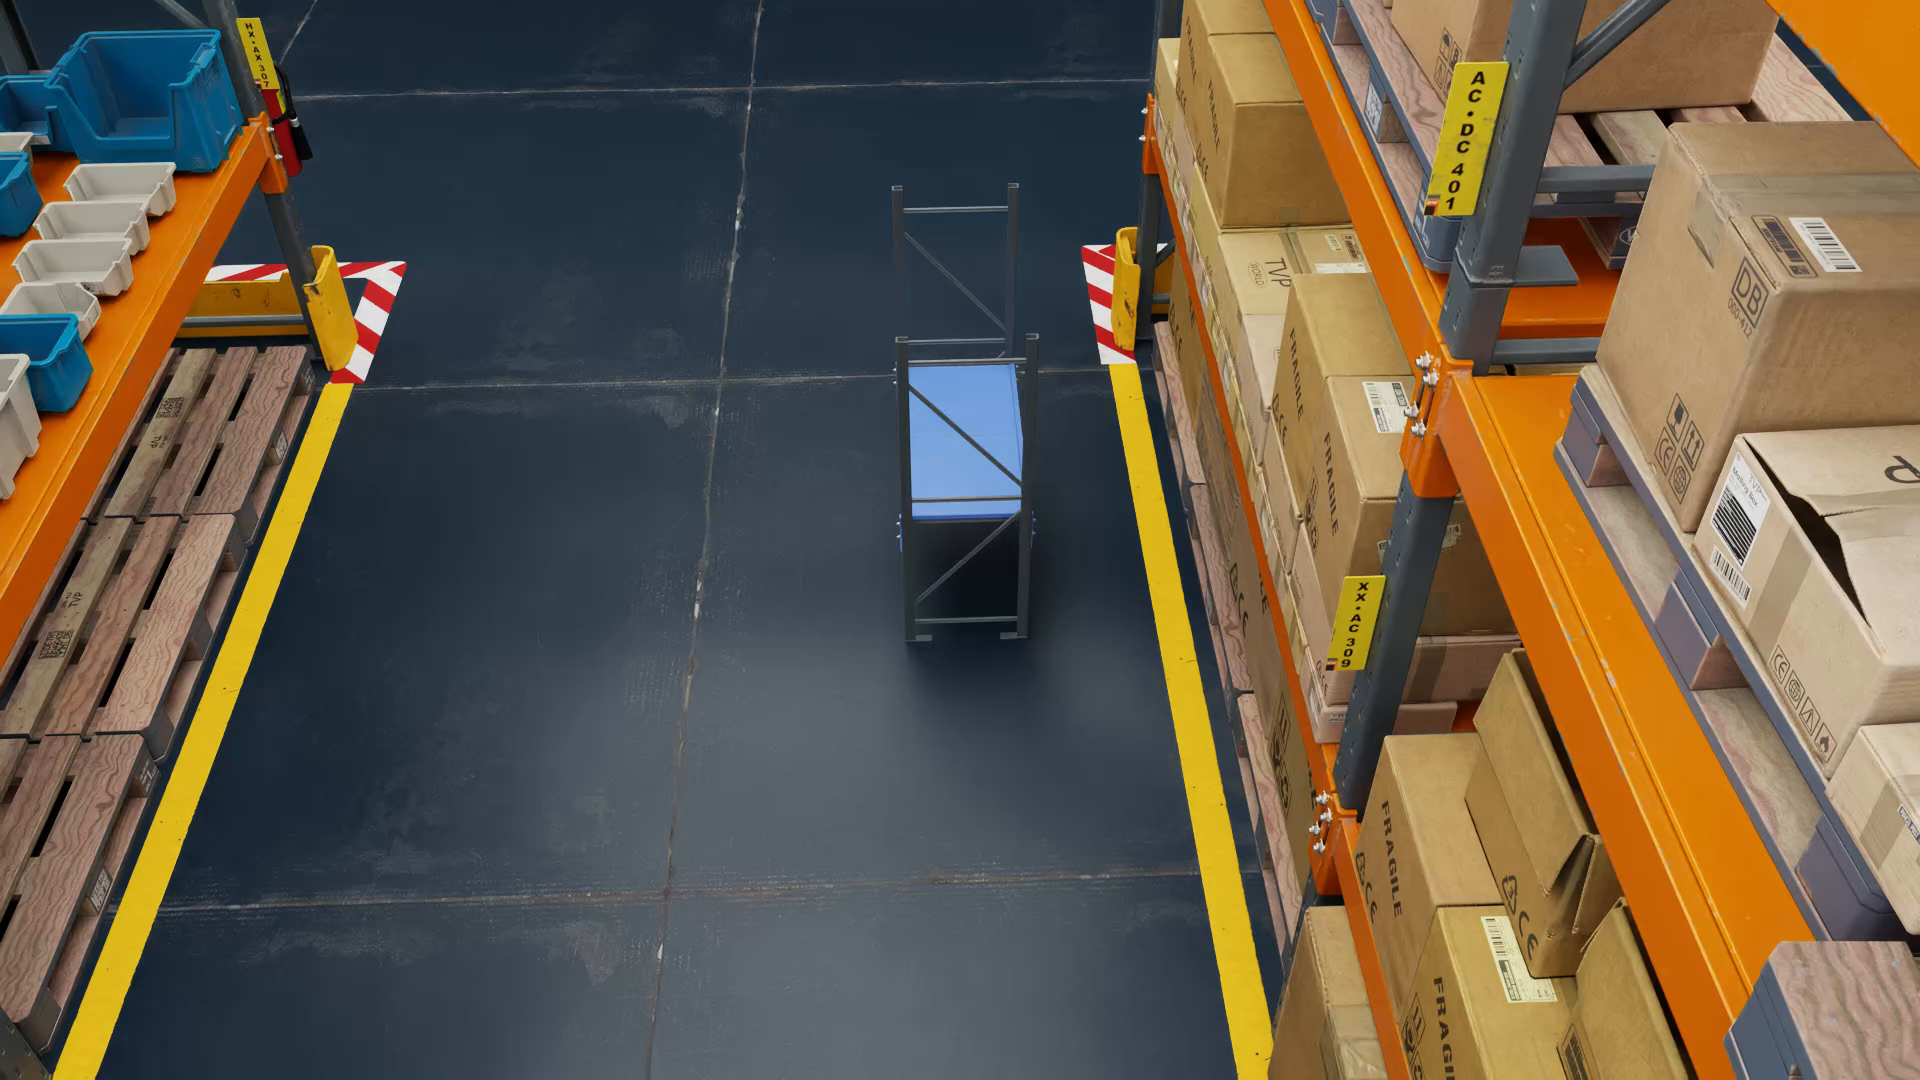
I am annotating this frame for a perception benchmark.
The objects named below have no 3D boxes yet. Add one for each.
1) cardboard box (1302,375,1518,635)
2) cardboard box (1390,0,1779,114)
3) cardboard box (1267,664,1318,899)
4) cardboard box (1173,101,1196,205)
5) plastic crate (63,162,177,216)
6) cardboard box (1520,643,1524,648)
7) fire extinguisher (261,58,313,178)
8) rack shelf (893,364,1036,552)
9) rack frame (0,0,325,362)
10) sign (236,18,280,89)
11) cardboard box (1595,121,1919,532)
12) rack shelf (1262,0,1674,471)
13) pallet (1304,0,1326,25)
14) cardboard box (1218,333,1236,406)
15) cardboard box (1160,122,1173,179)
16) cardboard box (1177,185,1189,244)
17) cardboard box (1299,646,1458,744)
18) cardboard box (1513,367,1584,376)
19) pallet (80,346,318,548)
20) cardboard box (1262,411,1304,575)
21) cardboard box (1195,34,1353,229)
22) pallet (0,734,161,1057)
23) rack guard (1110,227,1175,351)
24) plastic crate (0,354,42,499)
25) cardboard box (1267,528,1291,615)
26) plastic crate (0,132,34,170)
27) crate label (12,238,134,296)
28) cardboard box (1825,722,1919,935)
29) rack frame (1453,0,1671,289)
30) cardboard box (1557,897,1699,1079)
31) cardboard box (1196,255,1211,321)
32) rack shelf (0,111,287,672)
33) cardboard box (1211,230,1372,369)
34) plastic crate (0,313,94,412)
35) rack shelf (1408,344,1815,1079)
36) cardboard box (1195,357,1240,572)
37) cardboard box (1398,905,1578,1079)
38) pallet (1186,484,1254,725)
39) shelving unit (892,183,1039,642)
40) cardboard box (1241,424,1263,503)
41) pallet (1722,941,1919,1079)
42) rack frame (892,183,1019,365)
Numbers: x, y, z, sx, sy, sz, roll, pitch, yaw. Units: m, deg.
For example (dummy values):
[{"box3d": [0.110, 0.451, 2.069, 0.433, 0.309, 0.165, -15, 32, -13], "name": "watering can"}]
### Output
[{"box3d": [1.241, -0.094, 4.468, 0.500, 0.500, 0.500, -1, 43, -1], "name": "cardboard box"}, {"box3d": [1.435, -1.321, 3.793, 0.700, 0.500, 0.500, -4, 43, -4], "name": "cardboard box"}, {"box3d": [1.580, 0.720, 5.506, 0.875, 0.875, 0.875, -2, 43, -2], "name": "cardboard box"}, {"box3d": [1.137, -1.533, 6.593, 0.500, 0.250, 0.500, -2, 43, -2], "name": "cardboard box"}, {"box3d": [-3.375, -1.398, 6.706, 0.396, 0.136, 0.243, -2, 43, -2], "name": "plastic crate"}, {"box3d": [1.770, 0.161, 4.746, 0.500, 0.250, 0.500, -2, 43, -3], "name": "cardboard box"}, {"box3d": [-3.143, -1.967, 7.510, 0.296, 0.674, 0.183, -2, 43, -2], "name": "fire extinguisher"}, {"box3d": [0.004, -0.363, 6.802, 0.538, 0.185, 1.000, -2, 43, -2], "name": "rack shelf"}, {"box3d": [-3.590, -2.019, 7.232, 1.000, 3.000, 0.127, -2, 43, -2], "name": "rack frame"}, {"box3d": [-3.041, -2.105, 7.206, 0.100, 0.325, 0.005, -2, 43, -2], "name": "sign"}, {"box3d": [1.563, -0.366, 2.825, 0.700, 0.500, 0.500, -1, 43, -1], "name": "cardboard box"}, {"box3d": [1.443, -1.651, 5.144, 1.077, 0.370, 4.000, -2, 43, -2], "name": "rack shelf"}, {"box3d": [1.455, -1.908, 4.957, 1.003, 0.211, 1.213, -2, 43, -2], "name": "pallet"}, {"box3d": [1.123, -0.604, 5.874, 0.380, 0.149, 0.250, -1, 43, -1], "name": "cardboard box"}, {"box3d": [1.056, -1.646, 7.012, 0.380, 0.149, 0.250, -2, 43, -2], "name": "cardboard box"}, {"box3d": [1.079, -1.297, 6.631, 0.380, 0.149, 0.250, -2, 43, -2], "name": "cardboard box"}, {"box3d": [1.188, 0.436, 4.740, 0.380, 0.149, 0.250, -1, 43, -2], "name": "cardboard box"}, {"box3d": [1.763, -0.122, 4.499, 0.500, 0.500, 0.500, -2, 43, -2], "name": "cardboard box"}, {"box3d": [-3.594, -0.433, 7.566, 1.003, 0.211, 1.213, -2, 43, -2], "name": "pallet"}, {"box3d": [1.223, -0.155, 5.090, 0.500, 0.250, 0.500, 0, 43, -1], "name": "cardboard box"}, {"box3d": [1.158, -1.473, 5.973, 0.500, 0.500, 0.500, -3, 43, -3], "name": "cardboard box"}, {"box3d": [-3.491, 1.214, 5.769, 1.003, 0.211, 1.213, -2, 43, -2], "name": "pallet"}, {"box3d": [1.357, -1.255, 8.250, 1.175, 0.500, 0.348, -2, 43, -2], "name": "rack guard"}, {"box3d": [-3.301, -0.333, 5.436, 0.437, 0.282, 0.530, -2, 43, -2], "name": "plastic crate"}, {"box3d": [1.166, 0.089, 5.119, 0.380, 0.149, 0.250, -2, 43, -3], "name": "cardboard box"}, {"box3d": [-3.978, -1.548, 6.870, 0.250, 0.136, 0.298, -2, 43, -2], "name": "plastic crate"}, {"box3d": [-3.341, -1.015, 6.288, 0.396, 0.136, 0.243, -2, 43, -2], "name": "crate label"}, {"box3d": [1.441, 0.381, 2.269, 0.380, 0.149, 0.250, -3, 43, -4], "name": "cardboard box"}, {"box3d": [1.528, -1.672, 2.414, 1.000, 3.000, 0.127, -2, 43, -2], "name": "rack frame"}, {"box3d": [1.581, 1.028, 3.093, 0.797, 0.503, 0.637, -1, 43, -1], "name": "cardboard box"}, {"box3d": [1.101, -0.951, 6.254, 0.380, 0.149, 0.250, -2, 43, -2], "name": "cardboard box"}, {"box3d": [-3.505, -0.403, 6.002, 1.077, 0.370, 4.000, -2, 43, -2], "name": "rack shelf"}, {"box3d": [1.183, -0.841, 5.839, 0.500, 0.250, 0.500, -2, 43, -3], "name": "cardboard box"}, {"box3d": [-3.247, -0.600, 5.764, 0.416, 0.233, 0.300, -2, 43, -2], "name": "plastic crate"}, {"box3d": [1.613, 1.049, 2.198, 1.077, 0.370, 4.000, -2, 43, -2], "name": "rack shelf"}, {"box3d": [1.504, -0.488, 6.824, 0.875, 0.875, 0.875, -2, 43, -2], "name": "cardboard box"}, {"box3d": [1.320, 1.160, 3.691, 0.500, 0.500, 0.500, -2, 43, -2], "name": "cardboard box"}, {"box3d": [1.519, 0.226, 6.847, 1.003, 0.211, 1.213, -2, 43, -2], "name": "pallet"}, {"box3d": [0.004, -0.495, 6.680, 0.538, 1.500, 1.048, -2, 43, -2], "name": "shelving unit"}, {"box3d": [1.144, -0.259, 5.498, 0.380, 0.149, 0.250, -1, 43, -1], "name": "cardboard box"}, {"box3d": [1.567, 1.016, 1.842, 1.003, 0.211, 1.213, 0, 43, 0], "name": "pallet"}, {"box3d": [-0.018, -0.838, 7.055, 0.500, 1.500, 0.032, -2, 43, -2], "name": "rack frame"}]
